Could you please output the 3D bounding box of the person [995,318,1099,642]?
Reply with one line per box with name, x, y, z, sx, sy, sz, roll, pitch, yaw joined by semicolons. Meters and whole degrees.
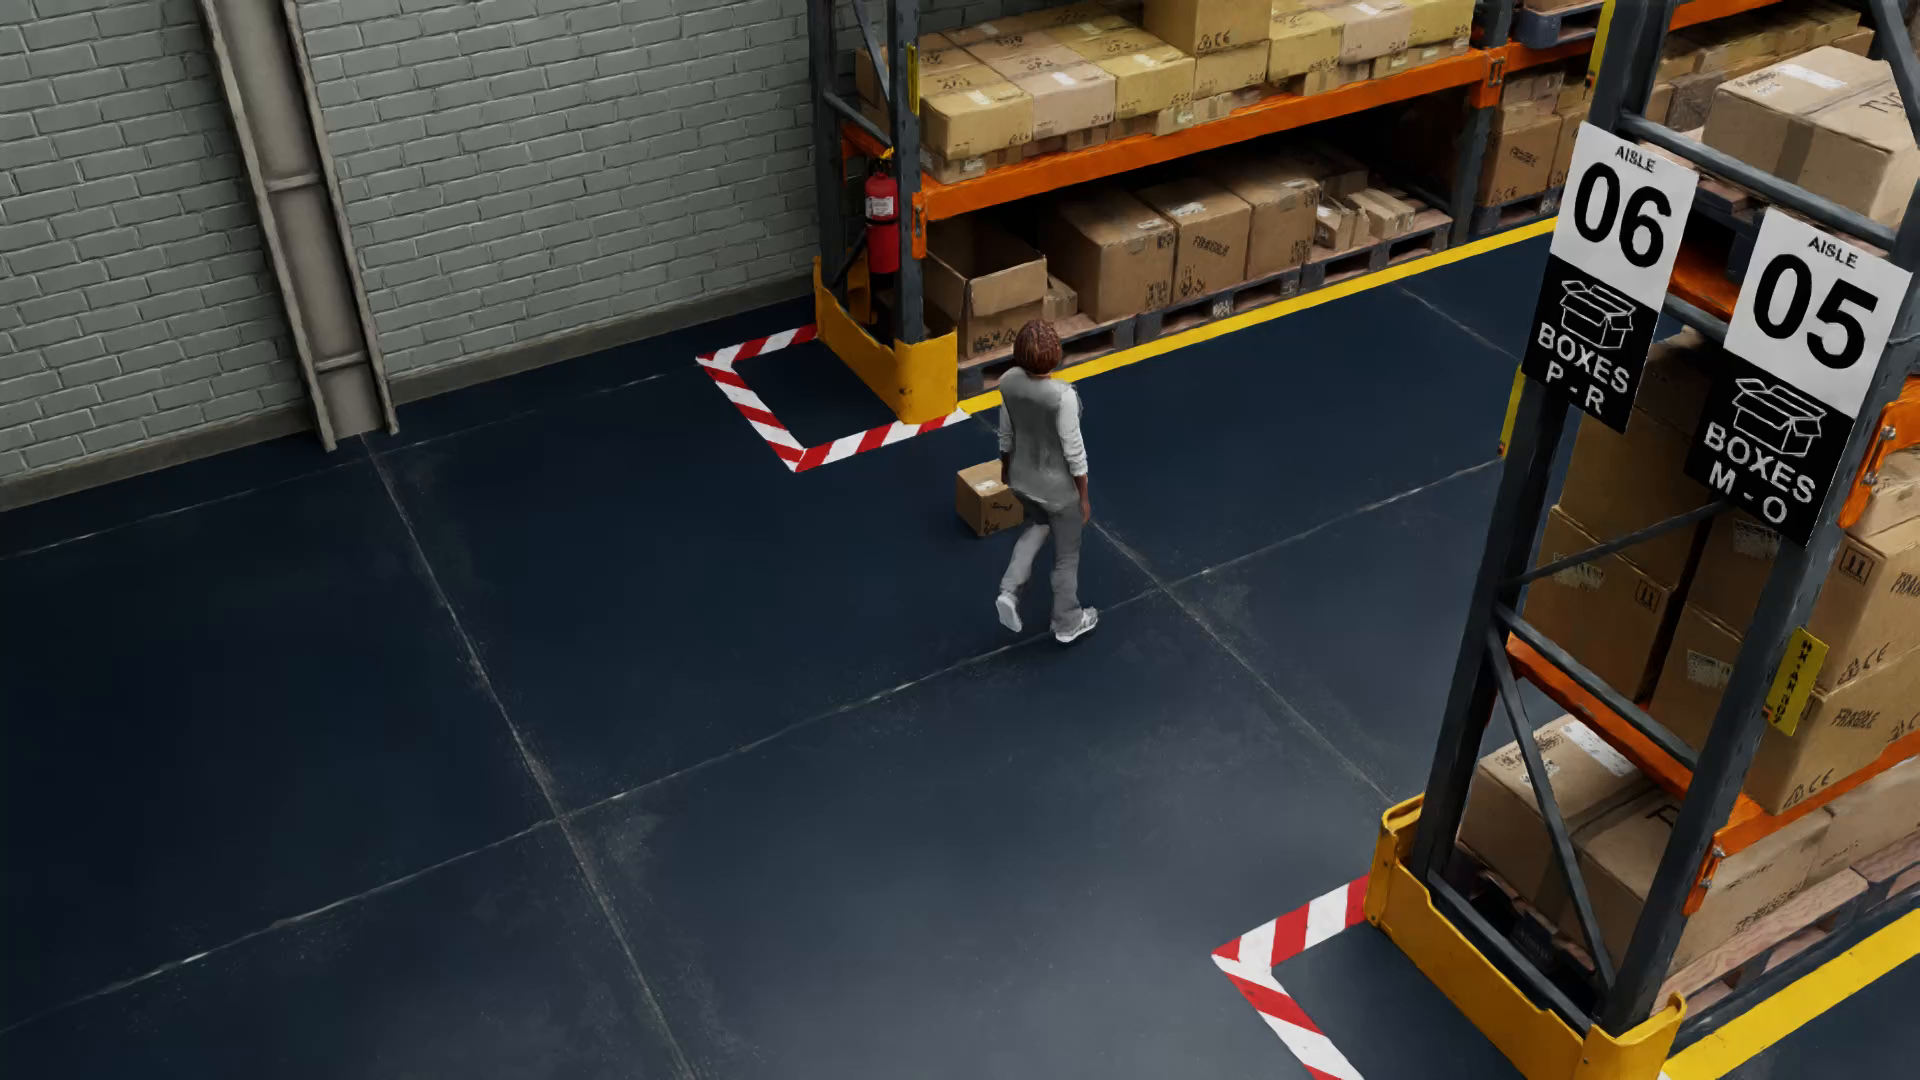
person;0.338;-0.221;7.215;0.498;1.569;0.499;26;44;30
